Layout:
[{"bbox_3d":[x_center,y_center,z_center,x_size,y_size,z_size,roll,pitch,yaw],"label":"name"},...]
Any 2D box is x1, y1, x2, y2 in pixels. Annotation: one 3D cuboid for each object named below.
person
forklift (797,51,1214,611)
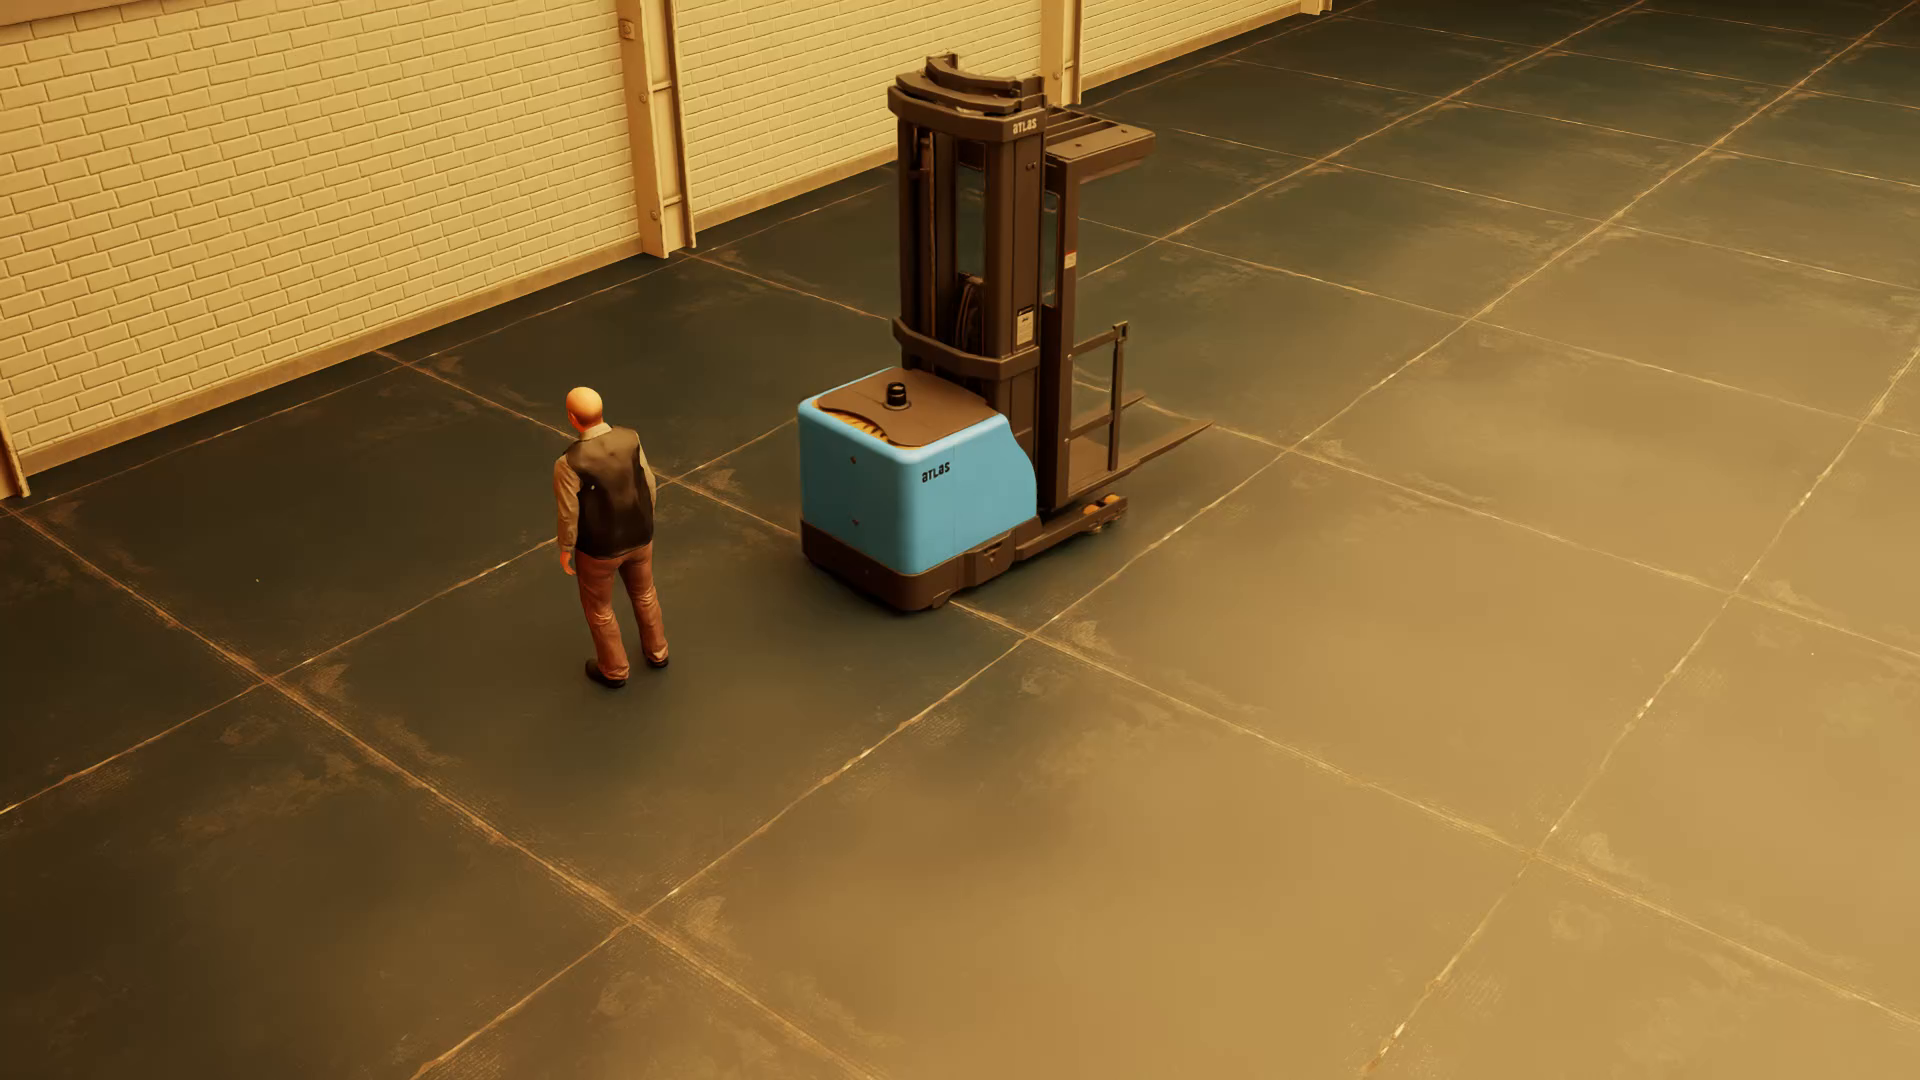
[{"bbox_3d":[-1.841,-0.001,8.796,0.596,1.721,0.415,-25,38,-36],"label":"person"},{"bbox_3d":[0.434,-1.488,10.142,3.031,2.935,1.130,-26,39,-37],"label":"forklift"}]
